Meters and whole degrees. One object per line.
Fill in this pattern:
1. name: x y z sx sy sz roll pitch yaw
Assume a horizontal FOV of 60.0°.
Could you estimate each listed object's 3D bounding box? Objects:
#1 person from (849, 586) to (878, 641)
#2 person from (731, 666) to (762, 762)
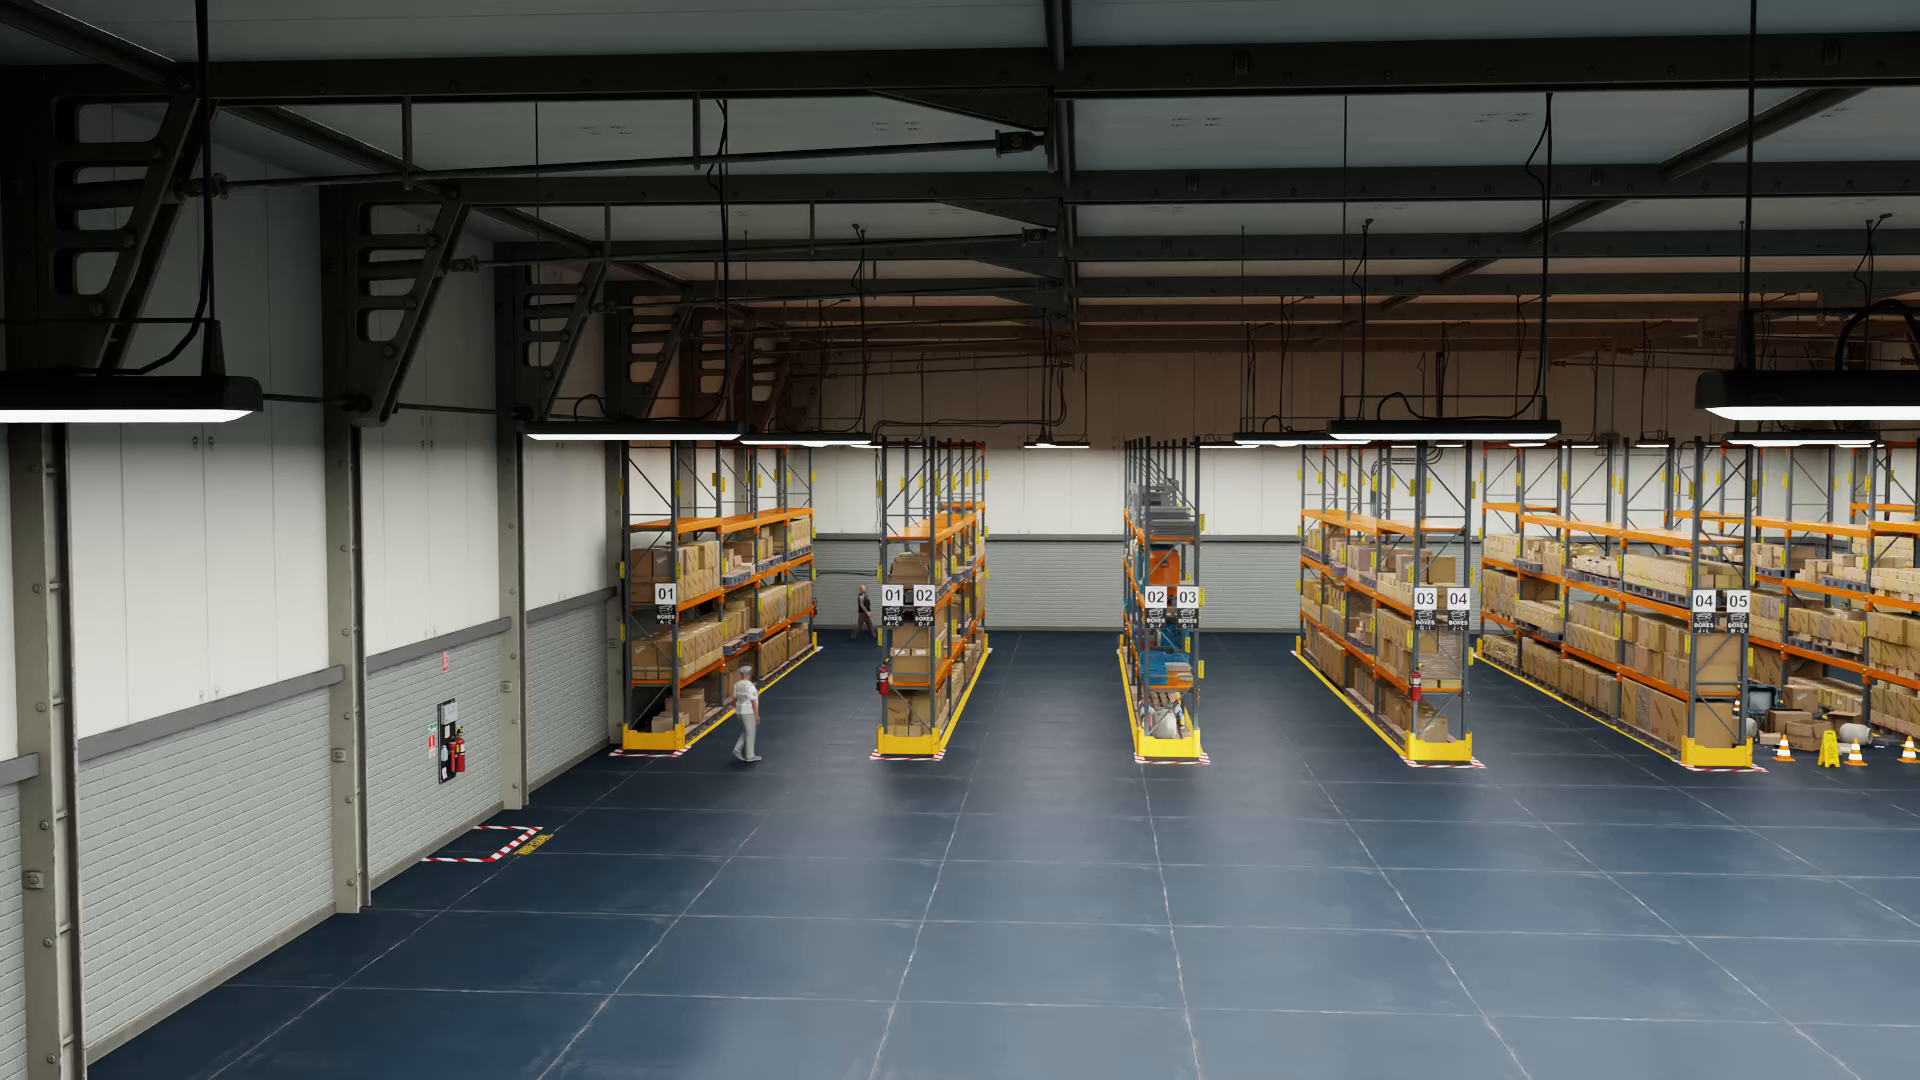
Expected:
1. person: -2.814 2.199 49.967 1.047 1.651 0.625 0 3 -4
2. person: -3.920 3.219 30.702 0.503 1.799 0.596 -2 4 -33
